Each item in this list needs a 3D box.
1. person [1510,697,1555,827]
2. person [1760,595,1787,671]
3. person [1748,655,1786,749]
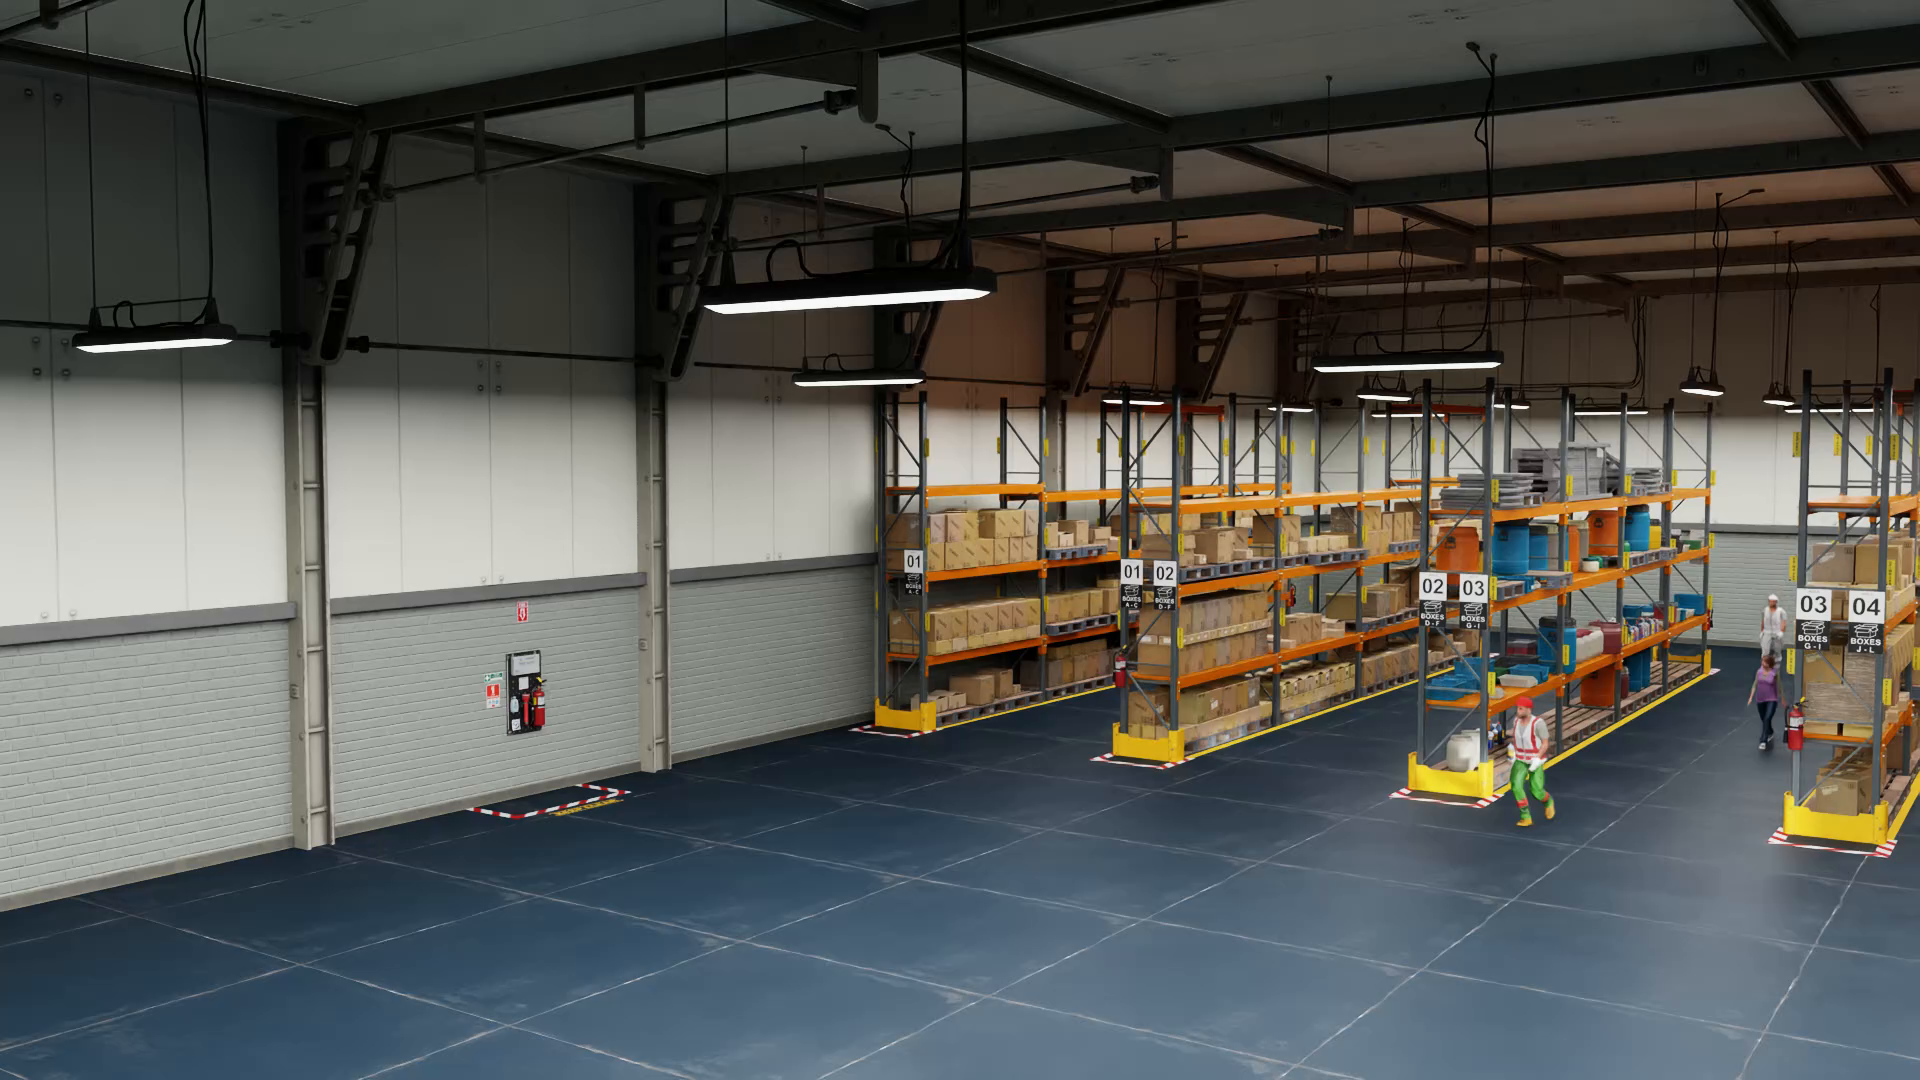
[{"bbox_3d":[7.611,2.926,22.190,0.796,1.698,0.592,-3,4,-41],"label":"person"},{"bbox_3d":[17.894,2.072,36.615,0.552,1.721,1.050,2,4,30],"label":"person"},{"bbox_3d":[13.476,2.673,27.760,0.506,1.536,1.008,3,4,44],"label":"person"}]
